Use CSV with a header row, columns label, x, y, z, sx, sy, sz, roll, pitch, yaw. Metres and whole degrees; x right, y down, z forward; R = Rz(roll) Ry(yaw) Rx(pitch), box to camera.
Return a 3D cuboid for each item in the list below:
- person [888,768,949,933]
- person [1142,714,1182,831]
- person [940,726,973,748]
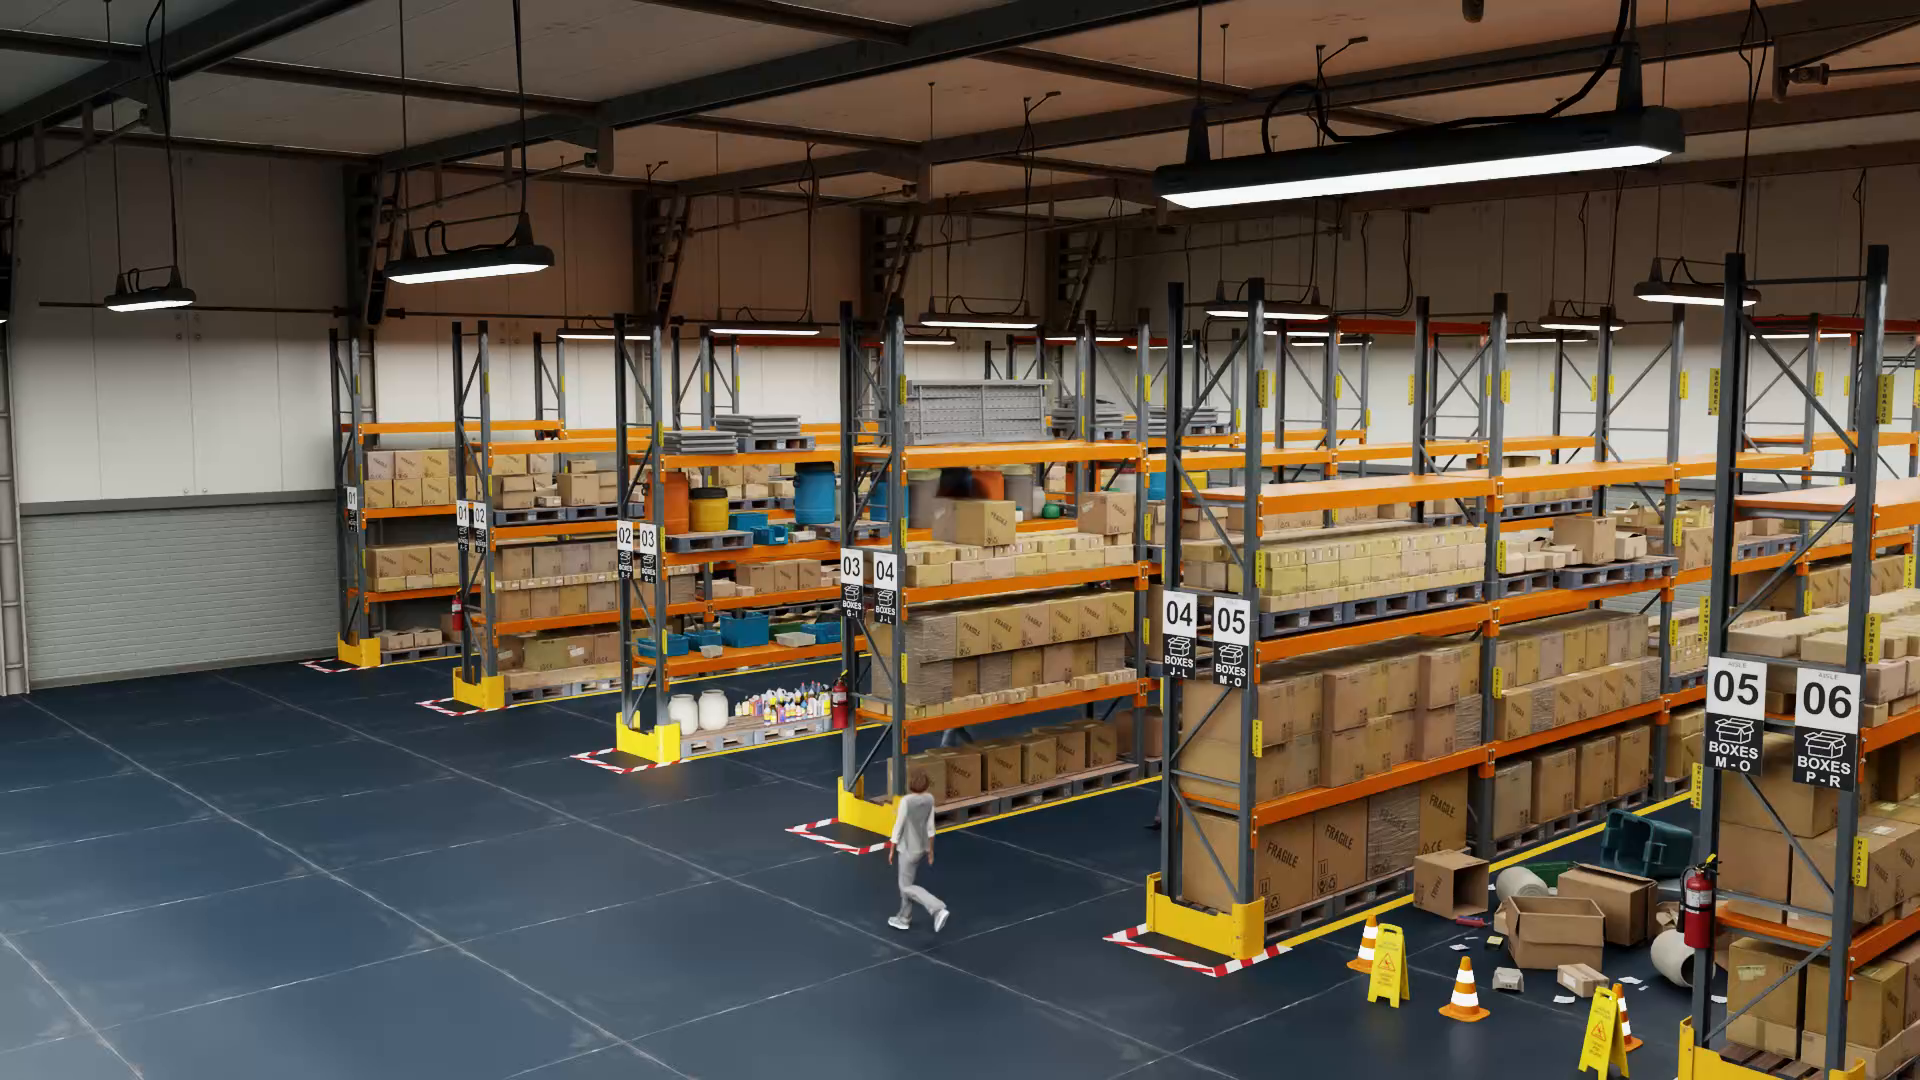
label,x,y,z,sx,sy,sz,roll,pitch,yaw
person,-0.400,2.870,15.331,0.760,1.563,0.403,3,6,27
person,2.584,2.472,18.793,1.045,1.661,0.497,-3,7,-30
person,-0.135,2.150,21.766,1.038,1.678,0.598,-5,7,-39
